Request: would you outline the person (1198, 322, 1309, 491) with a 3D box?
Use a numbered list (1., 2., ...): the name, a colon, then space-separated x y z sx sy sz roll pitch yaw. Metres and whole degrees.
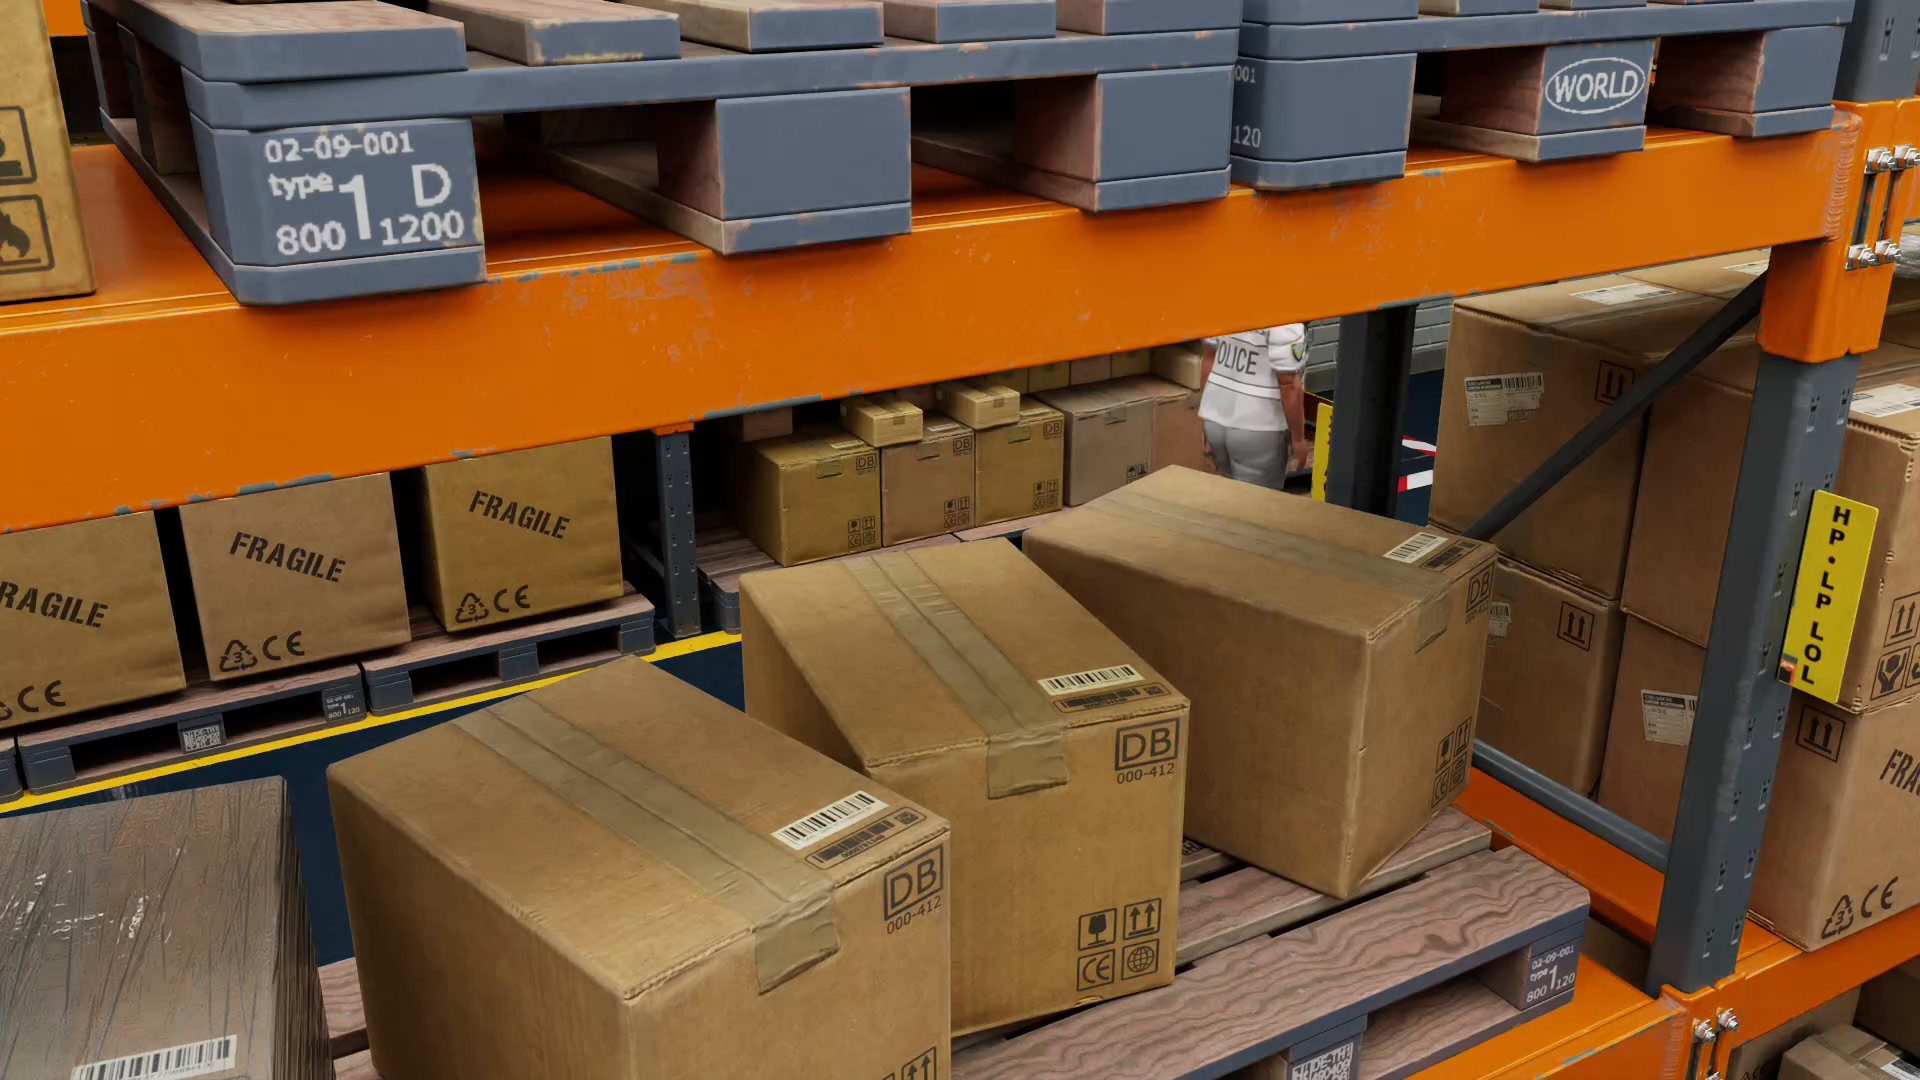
1. person: 1.270 -0.488 7.303 0.462 1.777 0.549 -11 24 -25
